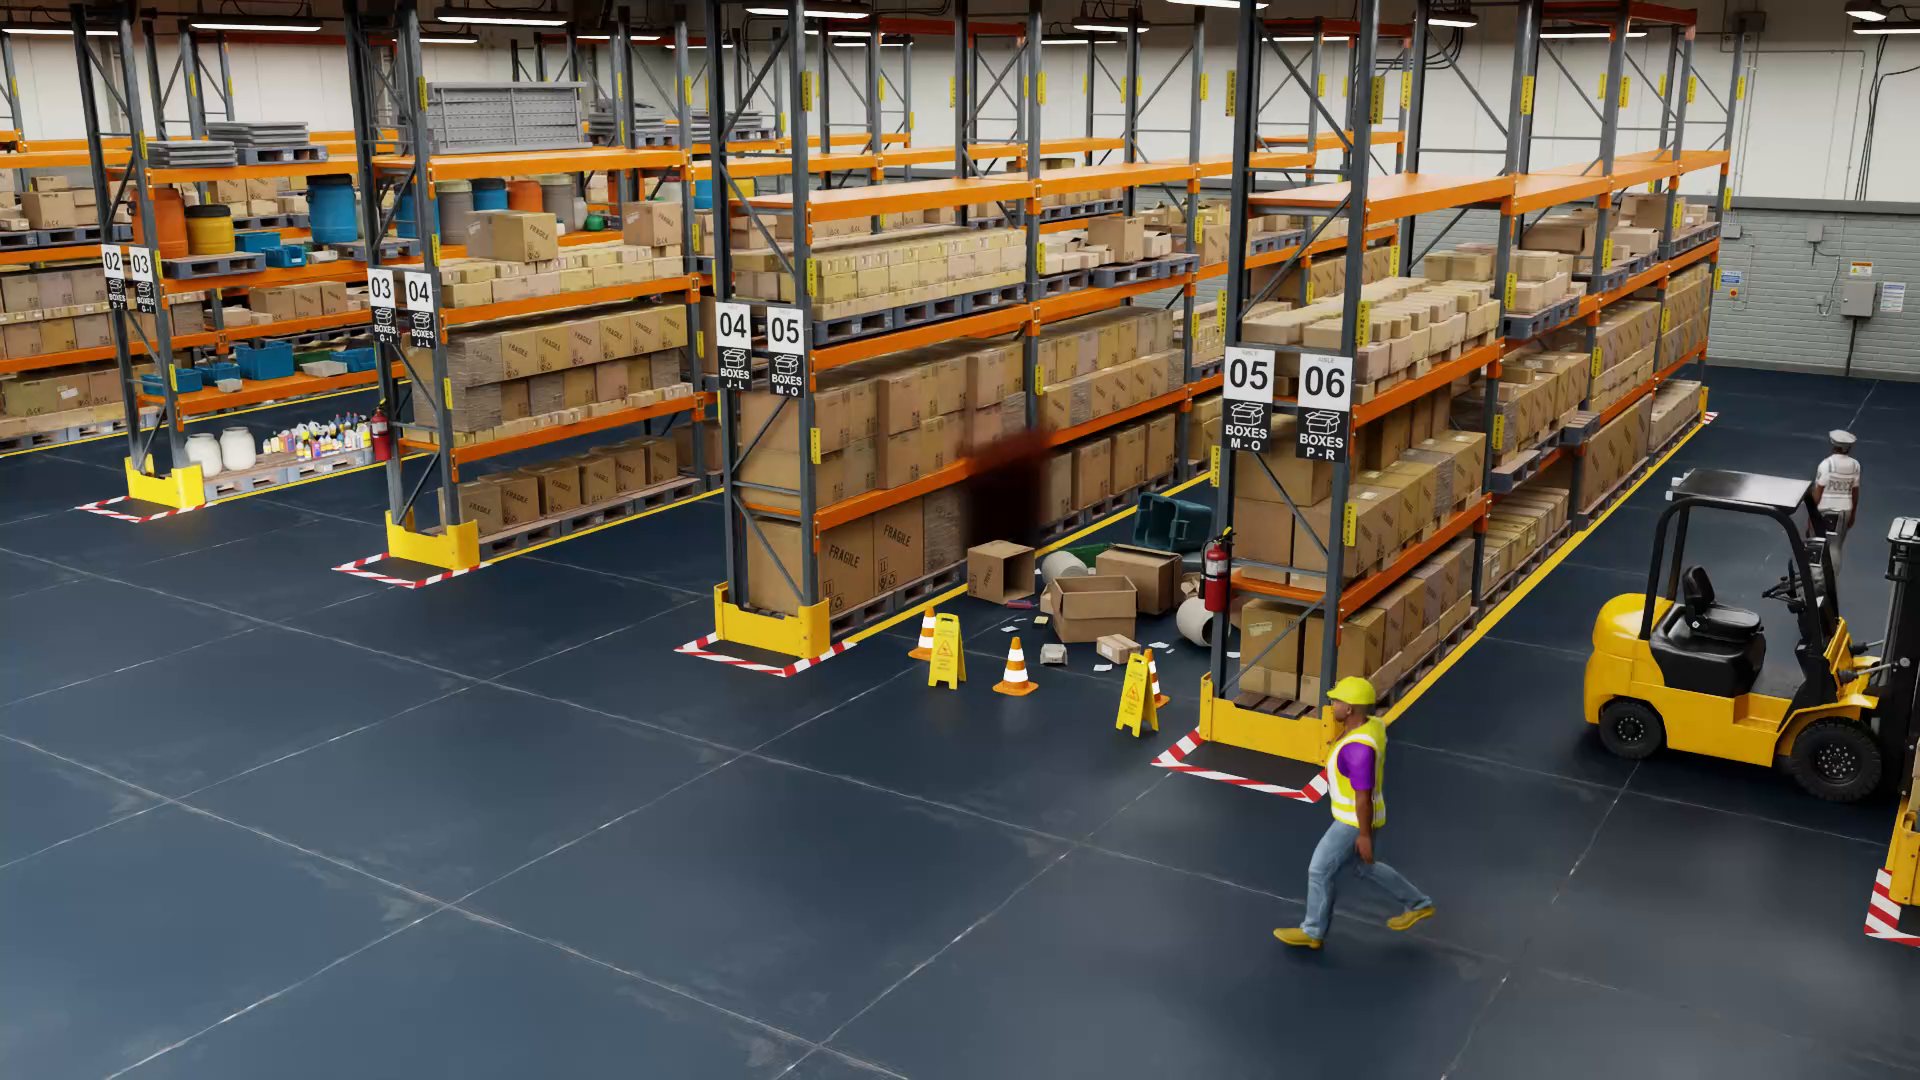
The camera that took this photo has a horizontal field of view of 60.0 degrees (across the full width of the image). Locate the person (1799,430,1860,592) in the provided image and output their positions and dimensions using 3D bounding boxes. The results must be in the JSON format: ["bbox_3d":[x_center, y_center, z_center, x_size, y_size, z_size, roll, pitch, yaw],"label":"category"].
[{"bbox_3d":[8.965,-0.282,17.100,0.503,1.681,0.444,0,16,0],"label":"person"}]

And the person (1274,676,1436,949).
[{"bbox_3d":[2.424,1.662,10.009,0.983,1.730,0.570,2,16,8],"label":"person"}]
